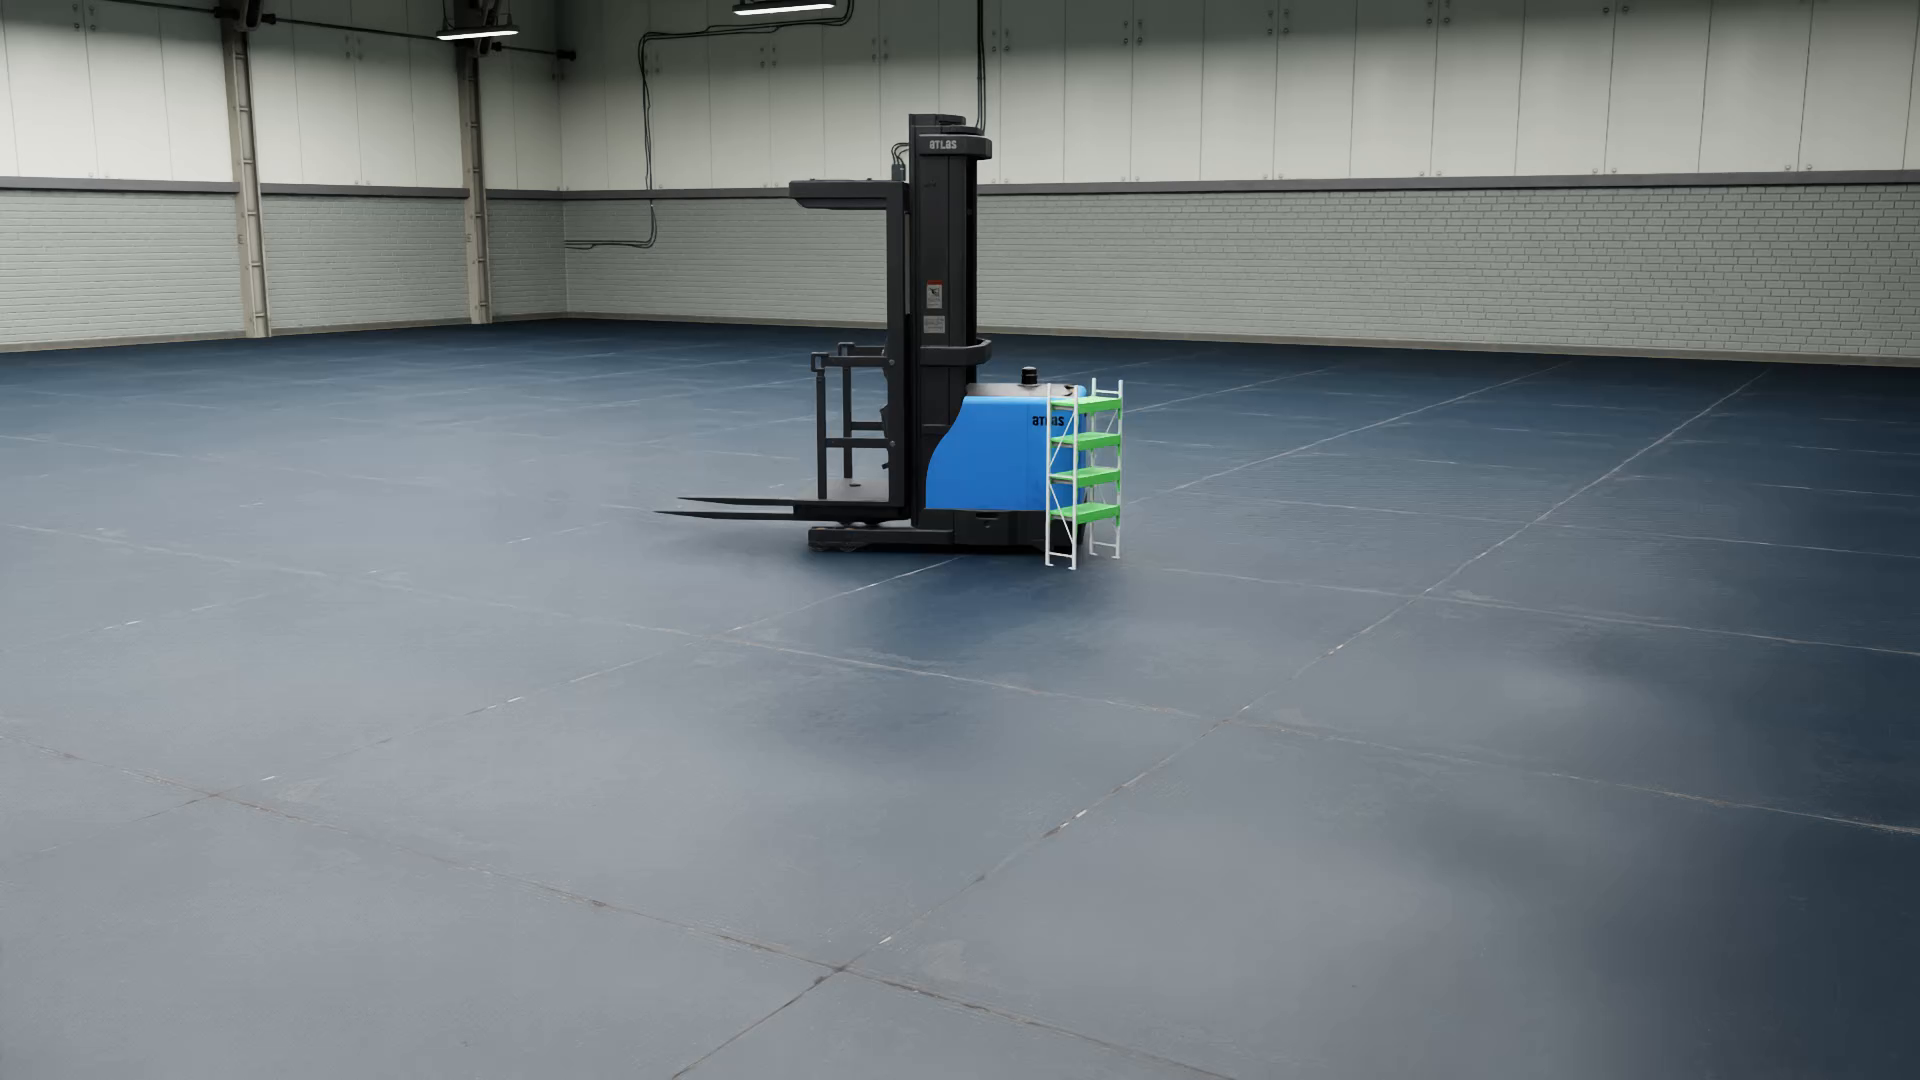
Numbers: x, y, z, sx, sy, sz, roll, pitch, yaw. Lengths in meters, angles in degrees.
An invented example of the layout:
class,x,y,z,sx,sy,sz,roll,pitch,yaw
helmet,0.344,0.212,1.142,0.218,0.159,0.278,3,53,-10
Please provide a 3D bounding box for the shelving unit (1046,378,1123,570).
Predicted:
class,x,y,z,sx,sy,sz,roll,pitch,yaw
shelving unit,0.821,-0.446,10.988,0.258,1.200,0.503,9,14,40

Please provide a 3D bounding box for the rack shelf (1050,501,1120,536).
class,x,y,z,sx,sy,sz,roll,pitch,yaw
rack shelf,0.821,-0.147,11.044,0.258,0.148,0.480,9,14,40

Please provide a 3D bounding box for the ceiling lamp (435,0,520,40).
class,x,y,z,sx,sy,sz,roll,pitch,yaw
ceiling lamp,-9.193,-11.326,32.049,2.000,3.185,0.800,6,12,31

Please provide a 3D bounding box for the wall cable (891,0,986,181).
class,x,y,z,sx,sy,sz,roll,pitch,yaw
wall cable,-0.481,-10.617,34.885,2.305,6.003,0.169,6,12,31

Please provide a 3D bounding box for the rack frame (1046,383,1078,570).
class,x,y,z,sx,sy,sz,roll,pitch,yaw
rack frame,0.661,-0.412,10.807,0.240,1.200,0.015,9,14,40

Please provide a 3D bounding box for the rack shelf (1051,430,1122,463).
class,x,y,z,sx,sy,sz,roll,pitch,yaw
rack shelf,0.821,-0.619,10.956,0.258,0.148,0.480,9,14,40

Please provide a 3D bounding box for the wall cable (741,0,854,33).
class,x,y,z,sx,sy,sz,roll,pitch,yaw
wall cable,-3.630,-12.493,36.499,3.097,2.526,0.112,6,12,31

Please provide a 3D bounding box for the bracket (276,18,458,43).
class,x,y,z,sx,sy,sz,roll,pitch,yaw
bracket,-12.496,-10.783,35.231,0.076,0.066,4.783,6,12,31

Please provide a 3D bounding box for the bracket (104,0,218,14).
class,x,y,z,sx,sy,sz,roll,pitch,yaw
bracket,-15.611,-9.839,30.190,0.076,0.066,4.783,6,12,31

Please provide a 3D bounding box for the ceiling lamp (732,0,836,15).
class,x,y,z,sx,sy,sz,roll,pitch,yaw
ceiling lamp,-2.877,-10.620,28.278,2.000,3.185,0.800,6,12,31

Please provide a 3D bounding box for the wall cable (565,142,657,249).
class,x,y,z,sx,sy,sz,roll,pitch,yaw
wall cable,-8.587,-8.329,40.342,3.097,2.526,0.112,6,12,31

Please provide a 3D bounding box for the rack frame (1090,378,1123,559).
class,x,y,z,sx,sy,sz,roll,pitch,yaw
rack frame,0.980,-0.480,11.170,0.240,1.200,0.015,9,14,40

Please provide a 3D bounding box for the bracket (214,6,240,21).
class,x,y,z,sx,sy,sz,roll,pitch,yaw
bracket,-14.274,-10.245,32.355,0.235,0.232,0.430,6,12,31

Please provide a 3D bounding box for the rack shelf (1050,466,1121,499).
class,x,y,z,sx,sy,sz,roll,pitch,yaw
rack shelf,0.821,-0.383,11.000,0.258,0.148,0.480,9,14,40

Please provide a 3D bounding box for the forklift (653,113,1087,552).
class,x,y,z,sx,sy,sz,roll,pitch,yaw
forklift,-0.626,-1.454,11.669,3.031,2.935,1.130,1,11,6

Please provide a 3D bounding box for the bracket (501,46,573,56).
class,x,y,z,sx,sy,sz,roll,pitch,yaw
bracket,-9.804,-11.599,39.587,0.076,0.066,3.189,6,12,31

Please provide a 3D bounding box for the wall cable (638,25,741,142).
class,x,y,z,sx,sy,sz,roll,pitch,yaw
wall cable,-6.275,-10.553,38.497,3.097,2.526,0.112,6,12,31

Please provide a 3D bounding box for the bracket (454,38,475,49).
class,x,y,z,sx,sy,sz,roll,pitch,yaw
bracket,-11.159,-11.188,37.395,0.235,0.232,0.430,6,12,31

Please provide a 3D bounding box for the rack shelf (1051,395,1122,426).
class,x,y,z,sx,sy,sz,roll,pitch,yaw
rack shelf,0.821,-0.855,10.912,0.258,0.148,0.480,9,14,40

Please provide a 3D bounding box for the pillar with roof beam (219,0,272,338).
class,x,y,z,sx,sy,sz,roll,pitch,yaw
pillar with roof beam,-10.682,-8.163,31.019,9.100,9.000,0.548,6,12,31

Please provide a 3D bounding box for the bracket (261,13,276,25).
class,x,y,z,sx,sy,sz,roll,pitch,yaw
bracket,-13.843,-10.375,33.052,0.235,0.232,0.430,6,12,31

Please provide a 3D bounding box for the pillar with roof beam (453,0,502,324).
class,x,y,z,sx,sy,sz,roll,pitch,yaw
pillar with roof beam,-7.567,-9.107,36.059,9.100,9.000,0.548,6,12,31

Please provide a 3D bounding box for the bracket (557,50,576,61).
class,x,y,z,sx,sy,sz,roll,pitch,yaw
bracket,-9.497,-11.692,40.083,0.235,0.232,0.430,6,12,31

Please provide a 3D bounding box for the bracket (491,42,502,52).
class,x,y,z,sx,sy,sz,roll,pitch,yaw
bracket,-10.728,-11.319,38.092,0.235,0.232,0.430,6,12,31
